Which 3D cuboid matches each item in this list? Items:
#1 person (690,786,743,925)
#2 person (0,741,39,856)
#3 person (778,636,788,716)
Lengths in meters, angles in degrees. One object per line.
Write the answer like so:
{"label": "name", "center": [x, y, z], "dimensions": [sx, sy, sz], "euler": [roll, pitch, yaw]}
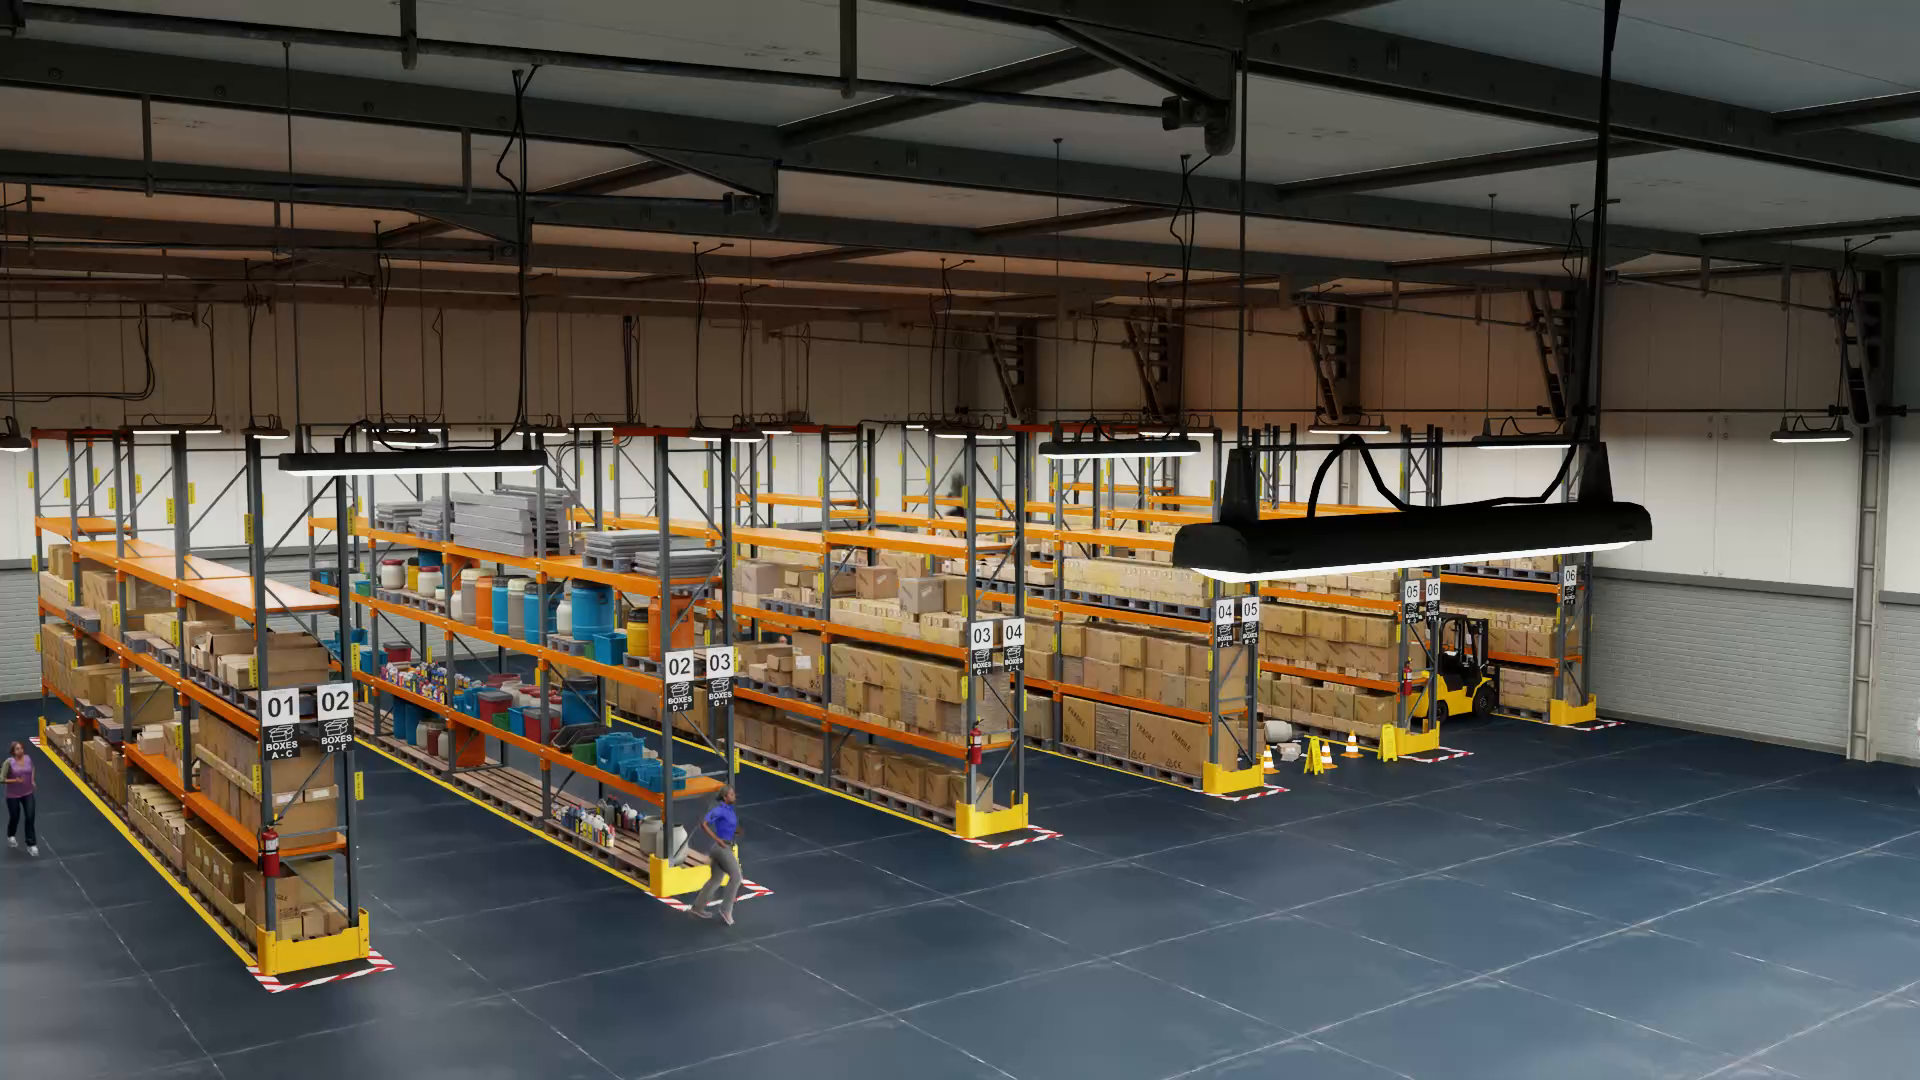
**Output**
{"label": "person", "center": [-3.019, 3.916, 20.688], "dimensions": [0.666, 1.707, 0.594], "euler": [0, 4, -2]}
{"label": "person", "center": [-13.377, 3.649, 23.654], "dimensions": [0.838, 1.607, 0.531], "euler": [4, 6, 43]}
{"label": "person", "center": [-3.551, 2.836, 33.383], "dimensions": [0.668, 1.854, 0.864], "euler": [-3, 6, -36]}
